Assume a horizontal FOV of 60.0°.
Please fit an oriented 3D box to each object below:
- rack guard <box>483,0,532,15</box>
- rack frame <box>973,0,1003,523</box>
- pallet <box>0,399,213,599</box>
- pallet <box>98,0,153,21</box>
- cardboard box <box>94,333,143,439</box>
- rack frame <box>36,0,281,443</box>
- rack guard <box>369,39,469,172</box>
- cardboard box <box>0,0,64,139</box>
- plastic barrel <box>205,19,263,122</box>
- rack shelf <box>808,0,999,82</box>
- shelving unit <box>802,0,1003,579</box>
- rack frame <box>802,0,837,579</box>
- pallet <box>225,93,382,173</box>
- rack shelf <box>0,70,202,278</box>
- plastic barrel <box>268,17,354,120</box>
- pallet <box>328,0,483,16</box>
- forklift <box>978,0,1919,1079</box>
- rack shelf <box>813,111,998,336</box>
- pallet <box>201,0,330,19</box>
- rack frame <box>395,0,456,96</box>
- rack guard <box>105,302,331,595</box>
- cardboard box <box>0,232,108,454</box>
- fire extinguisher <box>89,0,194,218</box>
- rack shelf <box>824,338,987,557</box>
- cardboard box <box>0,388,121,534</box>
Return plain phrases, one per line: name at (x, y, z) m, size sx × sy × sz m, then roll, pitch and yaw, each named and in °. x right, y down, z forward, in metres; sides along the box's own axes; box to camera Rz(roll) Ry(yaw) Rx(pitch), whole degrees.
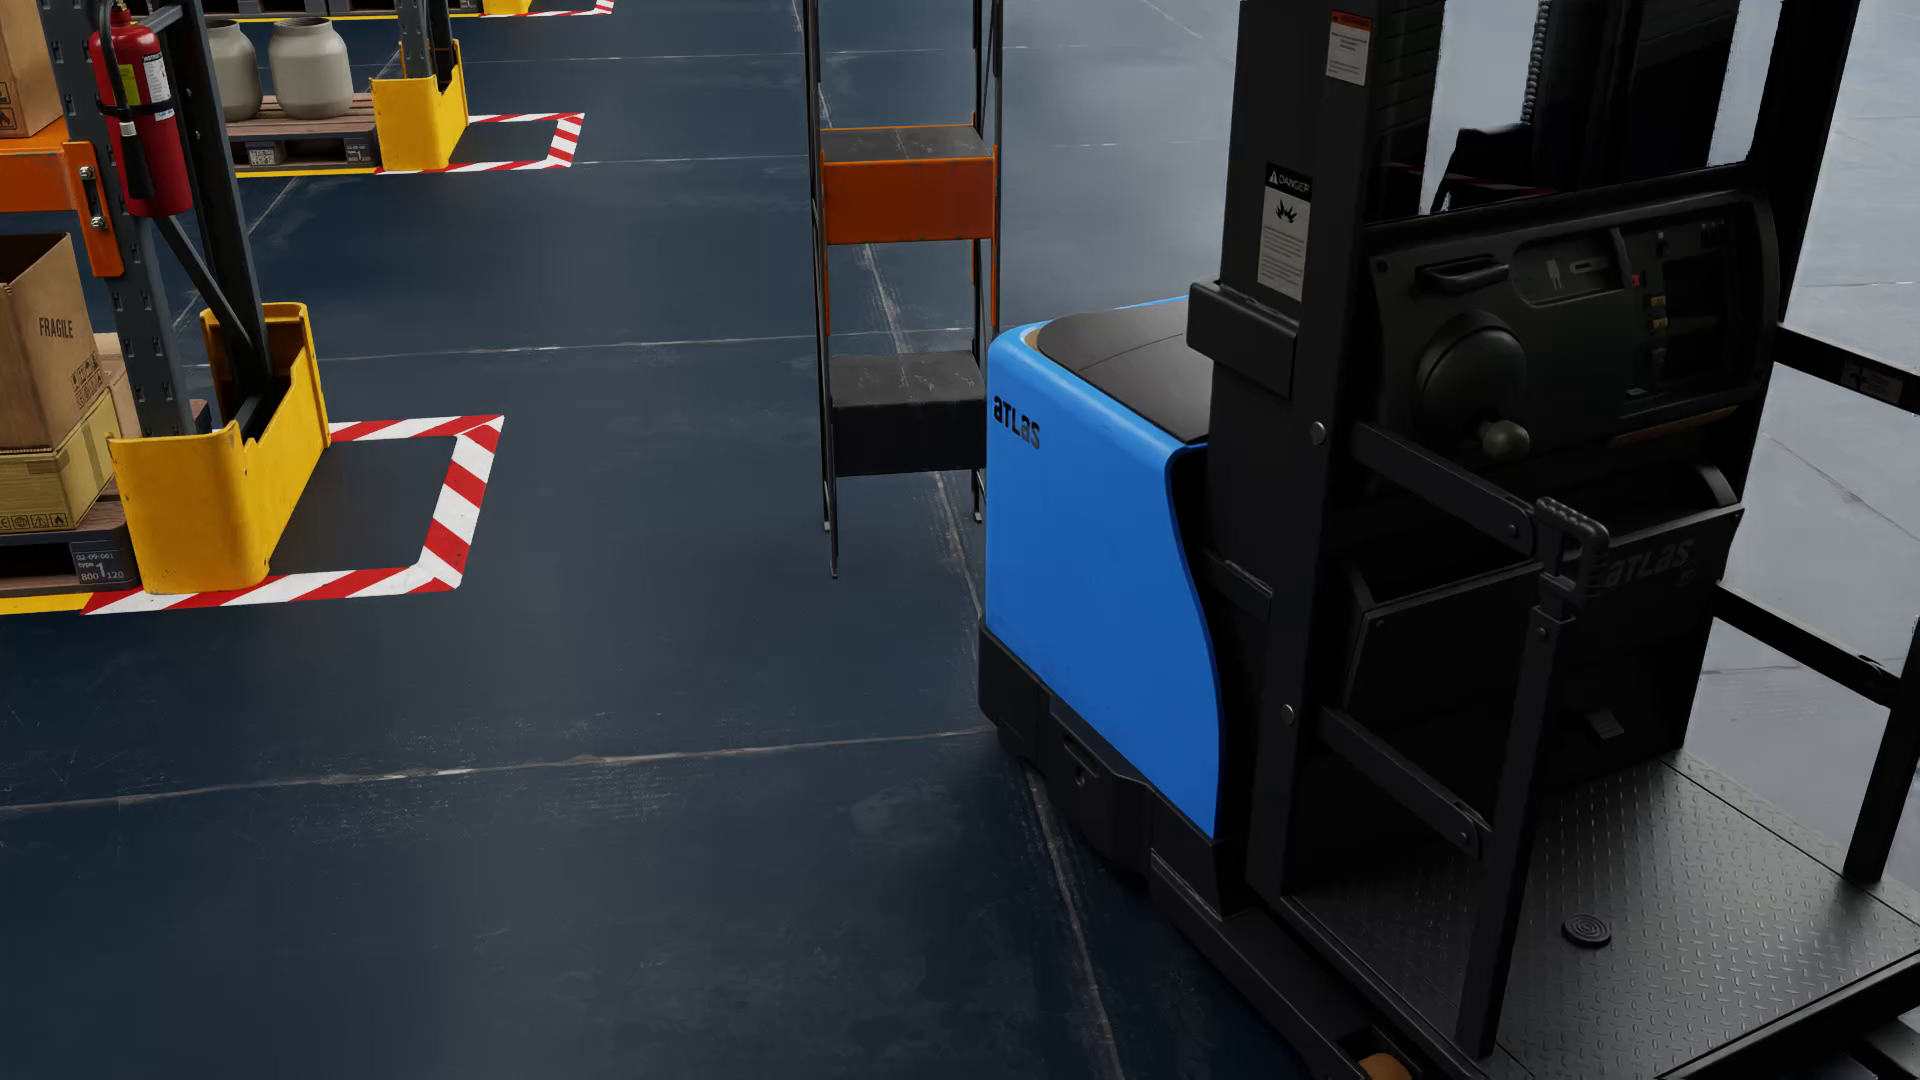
rack guard at (-3.819, -4.802, 14.060) m, size 0.348 × 0.500 × 1.175 m, roll -4°, pitch 27°, yaw -7°
rack frame at (0.078, -0.939, 4.780) m, size 0.015 × 2.100 × 0.400 m, roll -4°, pitch 27°, yaw -7°
pallet at (-3.119, -0.132, 5.276) m, size 1.213 × 0.211 × 1.003 m, roll -4°, pitch 27°, yaw -7°
pallet at (-7.045, -4.482, 13.754) m, size 1.213 × 0.211 × 1.003 m, roll -4°, pitch 27°, yaw -7°
cardboard box at (-2.930, -0.470, 5.432) m, size 0.500 × 0.250 × 0.500 m, roll -4°, pitch 27°, yaw -7°
rack frame at (-2.367, -1.440, 4.771) m, size 0.127 × 3.000 × 1.000 m, roll -4°, pitch 27°, yaw -7°
rack guard at (-3.123, -2.541, 9.655) m, size 0.348 × 0.500 × 1.175 m, roll -4°, pitch 27°, yaw -7°
cardboard box at (-2.832, -1.461, 4.701) m, size 0.500 × 0.500 × 0.700 m, roll -4°, pitch 27°, yaw -7°
plastic barrel at (-4.191, -2.651, 9.396) m, size 0.421 × 0.512 × 0.421 m, roll 0°, pitch 27°, yaw 0°
rack shelf at (-0.164, -1.534, 4.437) m, size 0.480 × 0.518 × 0.431 m, roll -4°, pitch 27°, yaw -7°
shelving unit at (-0.164, -0.924, 4.750) m, size 0.503 × 2.100 × 0.431 m, roll -4°, pitch 27°, yaw -7°
rack frame at (-0.406, -0.908, 4.720) m, size 0.015 × 2.100 × 0.400 m, roll -4°, pitch 27°, yaw -7°
pallet at (-3.928, -2.364, 9.625) m, size 1.213 × 0.211 × 1.003 m, roll -4°, pitch 27°, yaw -7°
rack shelf at (-4.348, -0.993, 4.687) m, size 4.000 × 0.370 × 1.077 m, roll -4°, pitch 27°, yaw -7°
plastic barrel at (-3.695, -2.683, 9.459) m, size 0.421 × 0.512 × 0.421 m, roll 0°, pitch 27°, yaw 0°
pallet at (-4.629, -4.637, 14.057) m, size 1.213 × 0.211 × 1.003 m, roll -4°, pitch 27°, yaw -7°
forklift at (1.177, -0.342, 2.706) m, size 1.130 × 2.935 × 3.031 m, roll -13°, pitch 30°, yaw -24°
rack shelf at (-0.164, -0.912, 4.756) m, size 0.480 × 0.518 × 0.431 m, roll -4°, pitch 27°, yaw -7°
pallet at (-5.834, -4.561, 13.908) m, size 1.213 × 0.211 × 1.003 m, roll -4°, pitch 27°, yaw -7°
rack frame at (-3.054, -3.680, 9.135) m, size 0.127 × 3.000 × 1.000 m, roll -4°, pitch 27°, yaw -7°
rack guard at (-2.344, -0.329, 5.344) m, size 0.348 × 0.500 × 1.175 m, roll -4°, pitch 27°, yaw -7°
cardboard box at (-2.857, -0.569, 4.803) m, size 0.500 × 0.500 × 0.500 m, roll -4°, pitch 27°, yaw -7°
fire extinguisher at (-2.186, -1.203, 4.394) m, size 0.183 × 0.674 × 0.296 m, roll -4°, pitch 27°, yaw -7°
rack shelf at (-0.164, -0.289, 5.076) m, size 0.480 × 0.518 × 0.431 m, roll -4°, pitch 27°, yaw -7°
cardboard box at (-2.857, -0.236, 4.976) m, size 0.500 × 0.250 × 0.500 m, roll -4°, pitch 27°, yaw -7°
